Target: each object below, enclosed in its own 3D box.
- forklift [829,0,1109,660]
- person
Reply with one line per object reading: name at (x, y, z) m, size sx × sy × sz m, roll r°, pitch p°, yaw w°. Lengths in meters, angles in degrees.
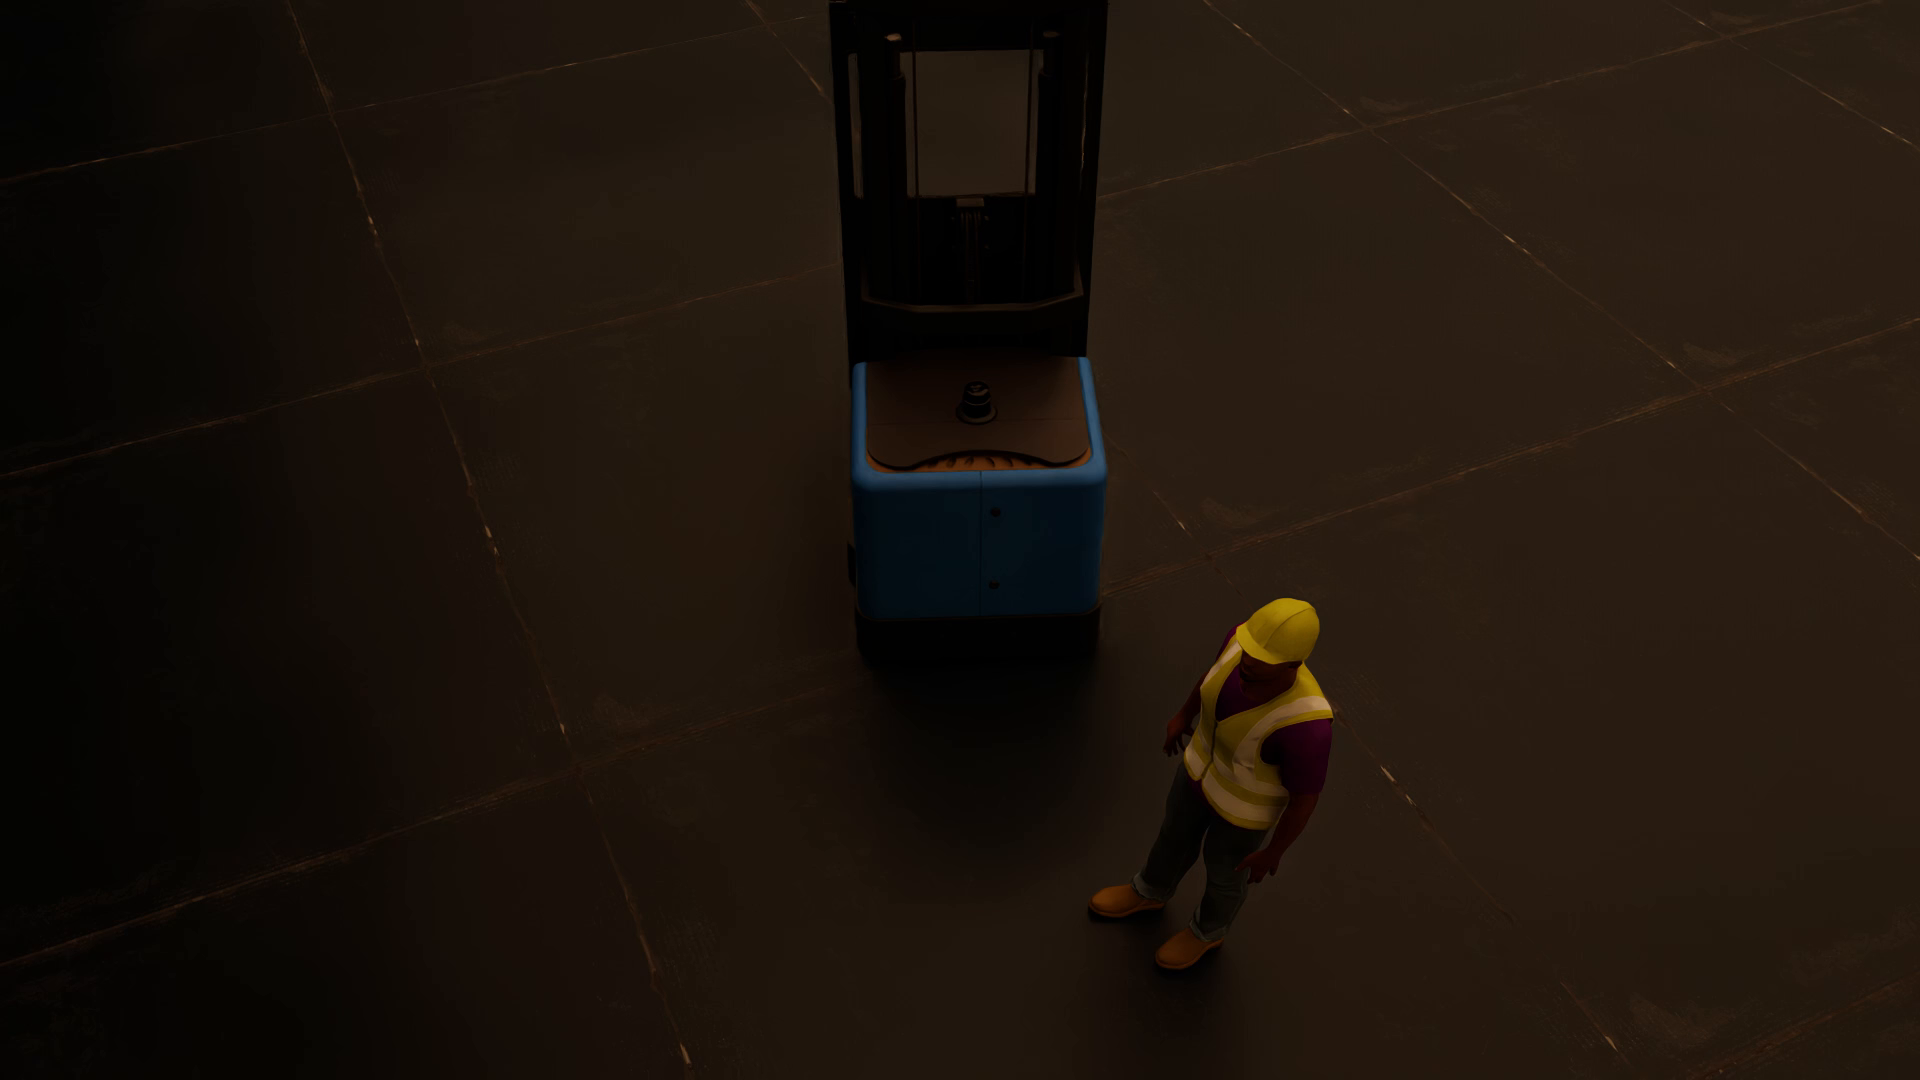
forklift at (0.023, -1.545, 7.335) m, size 1.130 × 2.935 × 3.031 m, roll -2°, pitch 43°, yaw -2°
person at (0.857, 0.851, 5.612) m, size 0.578 × 1.765 × 0.666 m, roll -16°, pitch 45°, yaw -17°
